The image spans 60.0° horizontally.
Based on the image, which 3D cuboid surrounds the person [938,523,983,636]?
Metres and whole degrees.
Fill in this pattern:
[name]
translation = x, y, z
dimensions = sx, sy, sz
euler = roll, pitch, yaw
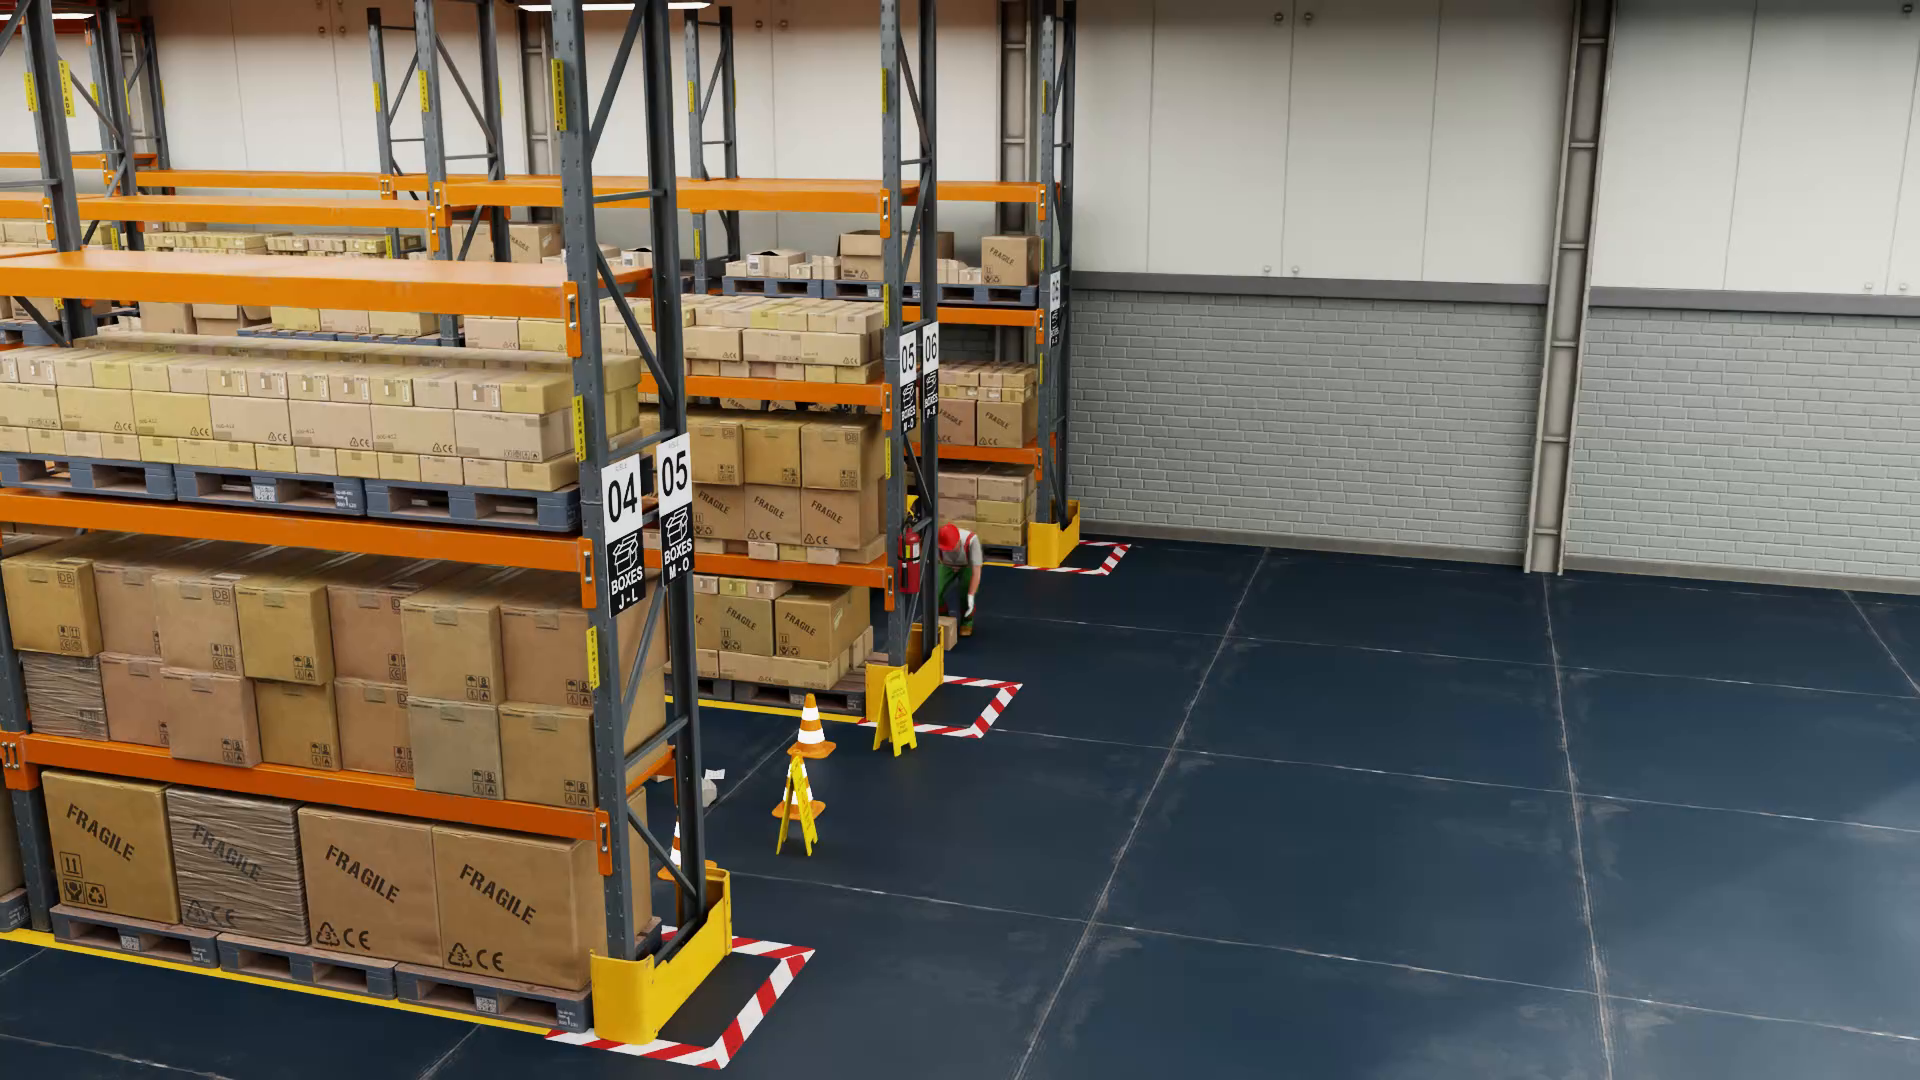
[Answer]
[person]
translation = -0.034, 0.341, 15.891
dimensions = 0.583, 1.172, 0.852
euler = 4, 15, 16
